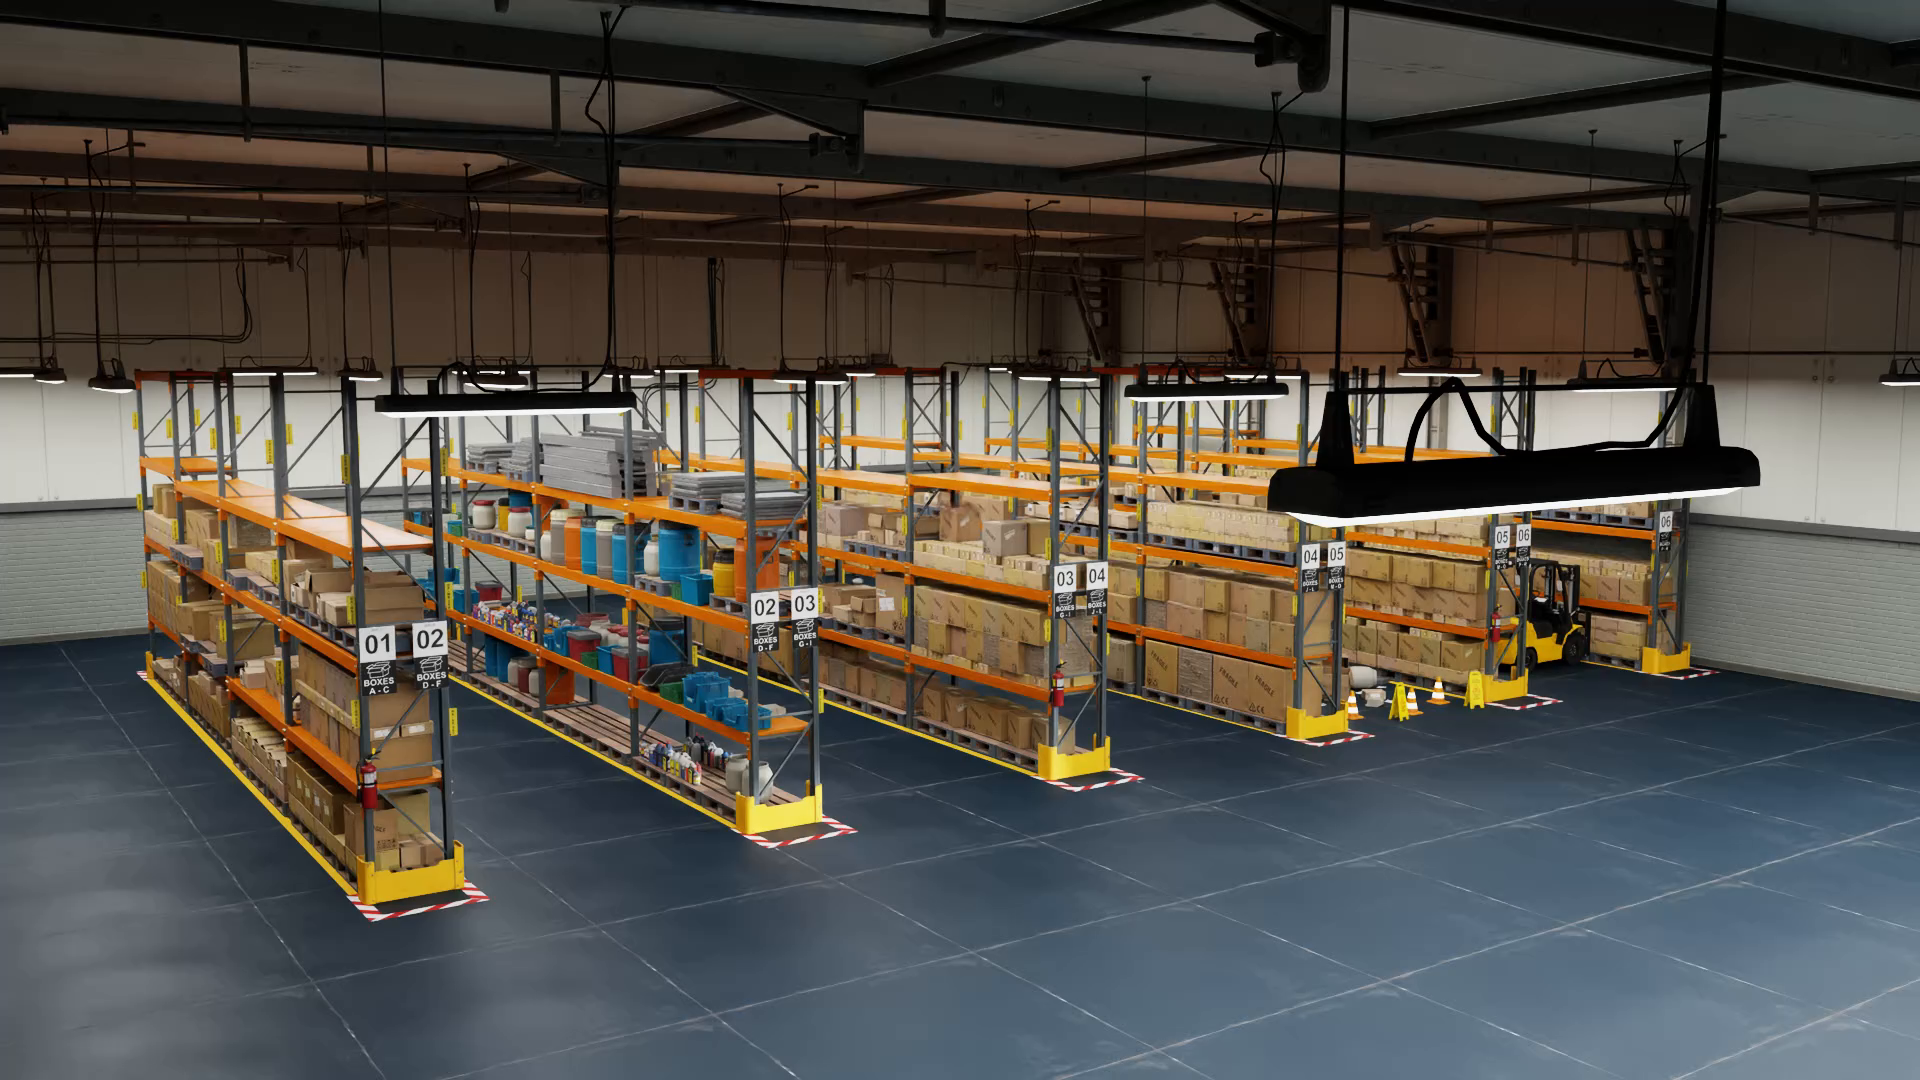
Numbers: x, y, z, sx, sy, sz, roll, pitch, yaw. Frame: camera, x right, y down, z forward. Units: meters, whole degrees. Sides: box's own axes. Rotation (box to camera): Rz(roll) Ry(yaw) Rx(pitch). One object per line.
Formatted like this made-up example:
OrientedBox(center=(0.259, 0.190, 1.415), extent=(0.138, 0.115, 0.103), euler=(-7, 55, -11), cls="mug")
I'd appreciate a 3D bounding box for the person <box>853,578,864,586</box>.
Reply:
OrientedBox(center=(-2.094, 1.639, 34.258), extent=(0.504, 1.667, 0.514), euler=(1, 6, 6), cls="person")
